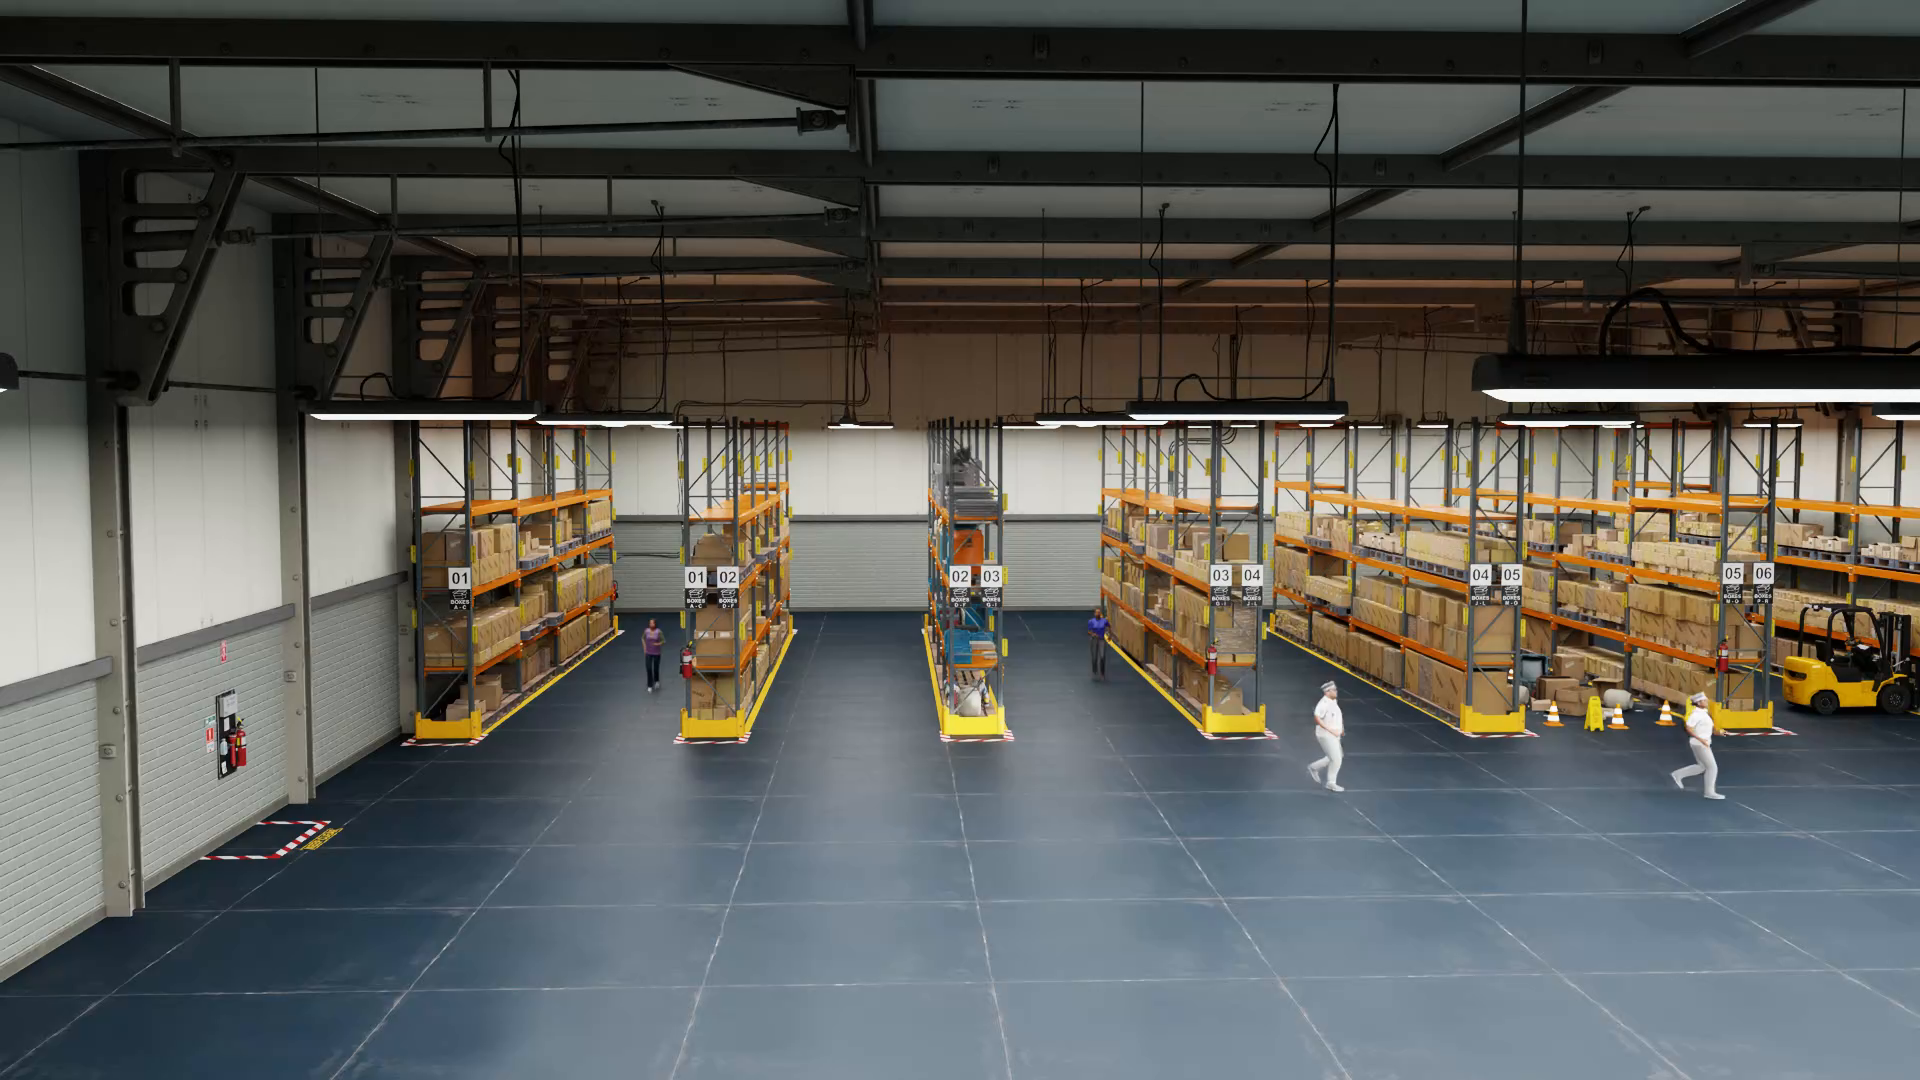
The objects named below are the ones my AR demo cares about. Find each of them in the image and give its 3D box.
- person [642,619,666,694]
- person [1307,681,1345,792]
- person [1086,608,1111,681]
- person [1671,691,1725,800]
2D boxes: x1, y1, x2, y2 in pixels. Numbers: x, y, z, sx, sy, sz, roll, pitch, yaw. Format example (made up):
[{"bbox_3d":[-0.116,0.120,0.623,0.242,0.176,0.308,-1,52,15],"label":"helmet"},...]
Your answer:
[{"bbox_3d":[-6.751,2.554,36.634,0.544,1.638,0.648,0,4,-3],"label":"person"},{"bbox_3d":[5.852,3.117,26.583,0.618,1.762,0.672,2,4,28],"label":"person"},{"bbox_3d":[3.207,2.414,38.393,0.589,1.717,0.723,0,4,1],"label":"person"},{"bbox_3d":[11.549,3.195,25.987,0.786,1.655,0.588,2,4,31],"label":"person"}]
